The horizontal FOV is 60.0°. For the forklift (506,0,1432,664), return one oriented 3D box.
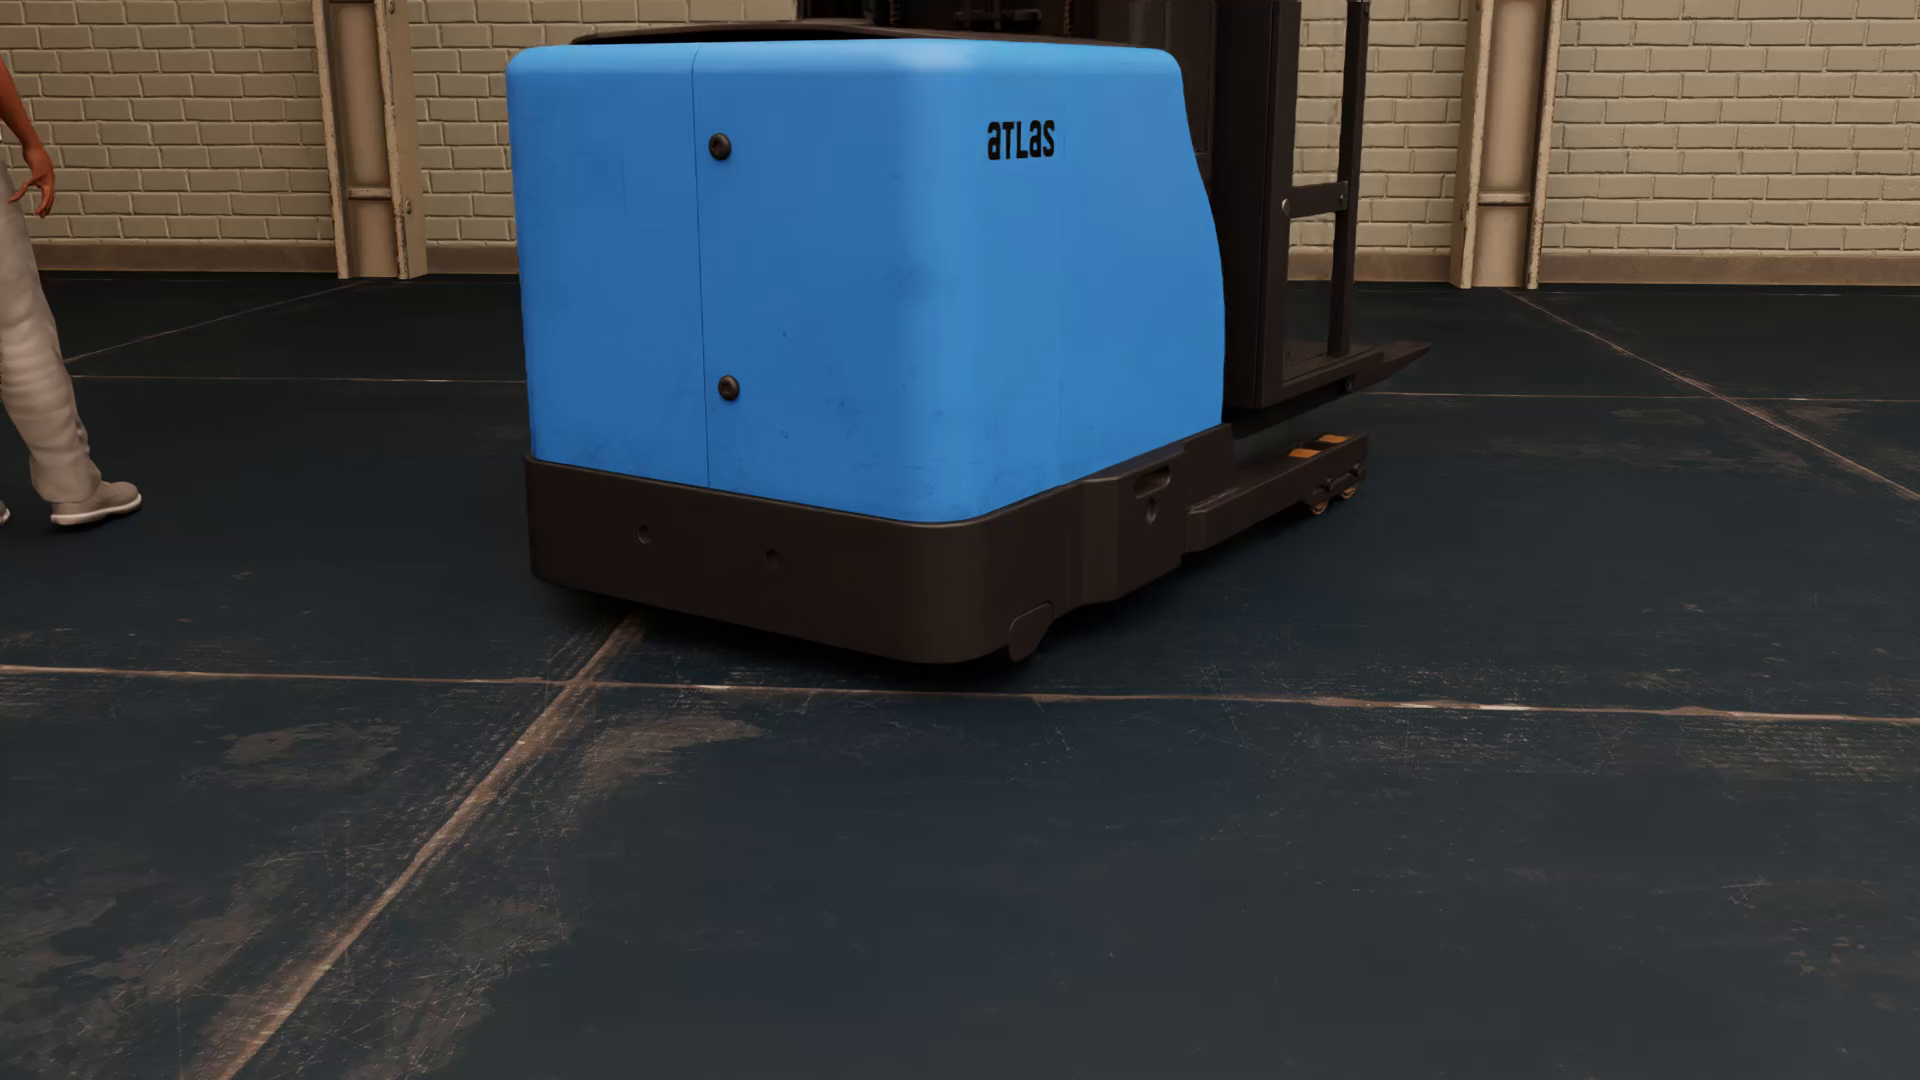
[{"bbox_3d":[0.377,-1.534,3.868,1.130,2.935,3.031,10,18,32],"label":"forklift"}]

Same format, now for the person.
[{"bbox_3d":[-2.275,-0.841,3.672,0.568,1.697,0.523,0,15,0],"label":"person"}]
